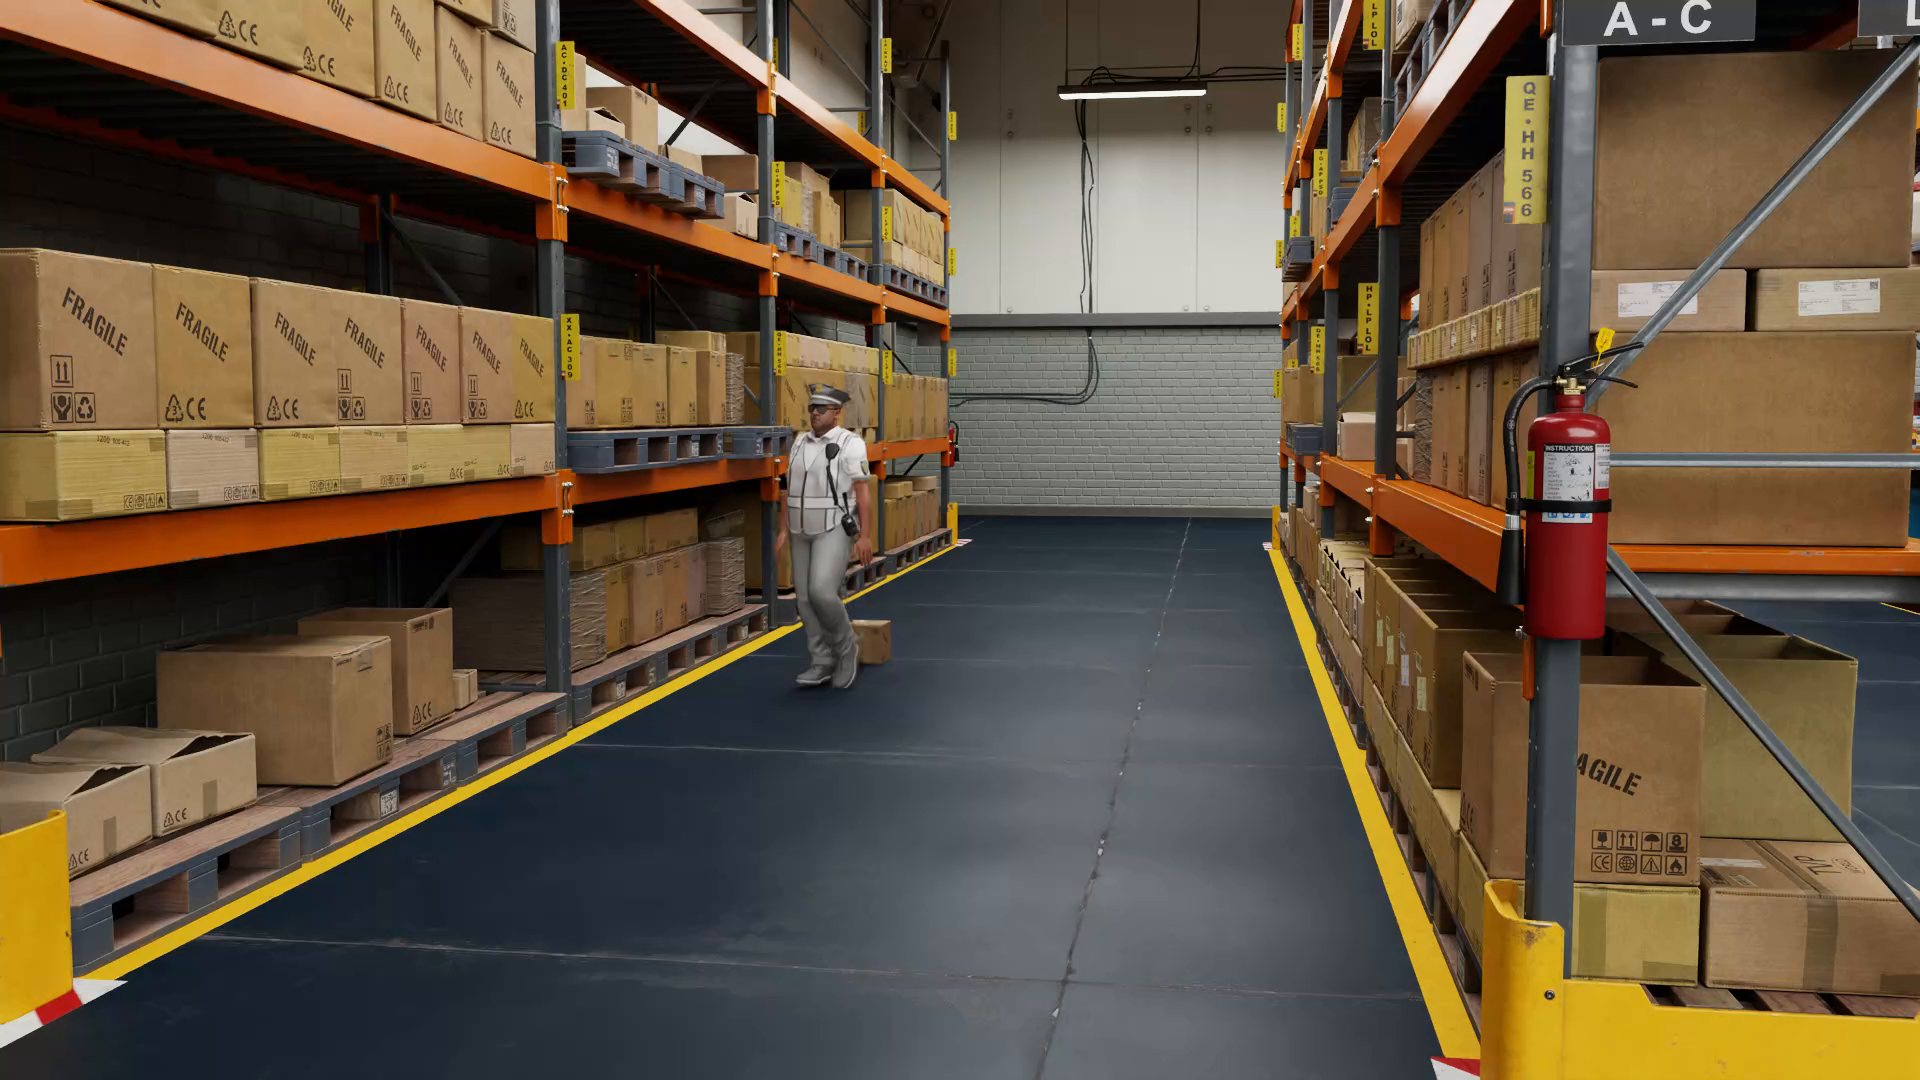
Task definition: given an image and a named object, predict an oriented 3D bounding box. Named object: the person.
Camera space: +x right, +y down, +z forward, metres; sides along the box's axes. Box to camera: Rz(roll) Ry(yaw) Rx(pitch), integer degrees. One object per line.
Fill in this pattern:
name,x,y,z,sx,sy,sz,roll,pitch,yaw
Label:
person,-0.832,-0.017,9.710,0.589,1.802,0.474,3,5,33
